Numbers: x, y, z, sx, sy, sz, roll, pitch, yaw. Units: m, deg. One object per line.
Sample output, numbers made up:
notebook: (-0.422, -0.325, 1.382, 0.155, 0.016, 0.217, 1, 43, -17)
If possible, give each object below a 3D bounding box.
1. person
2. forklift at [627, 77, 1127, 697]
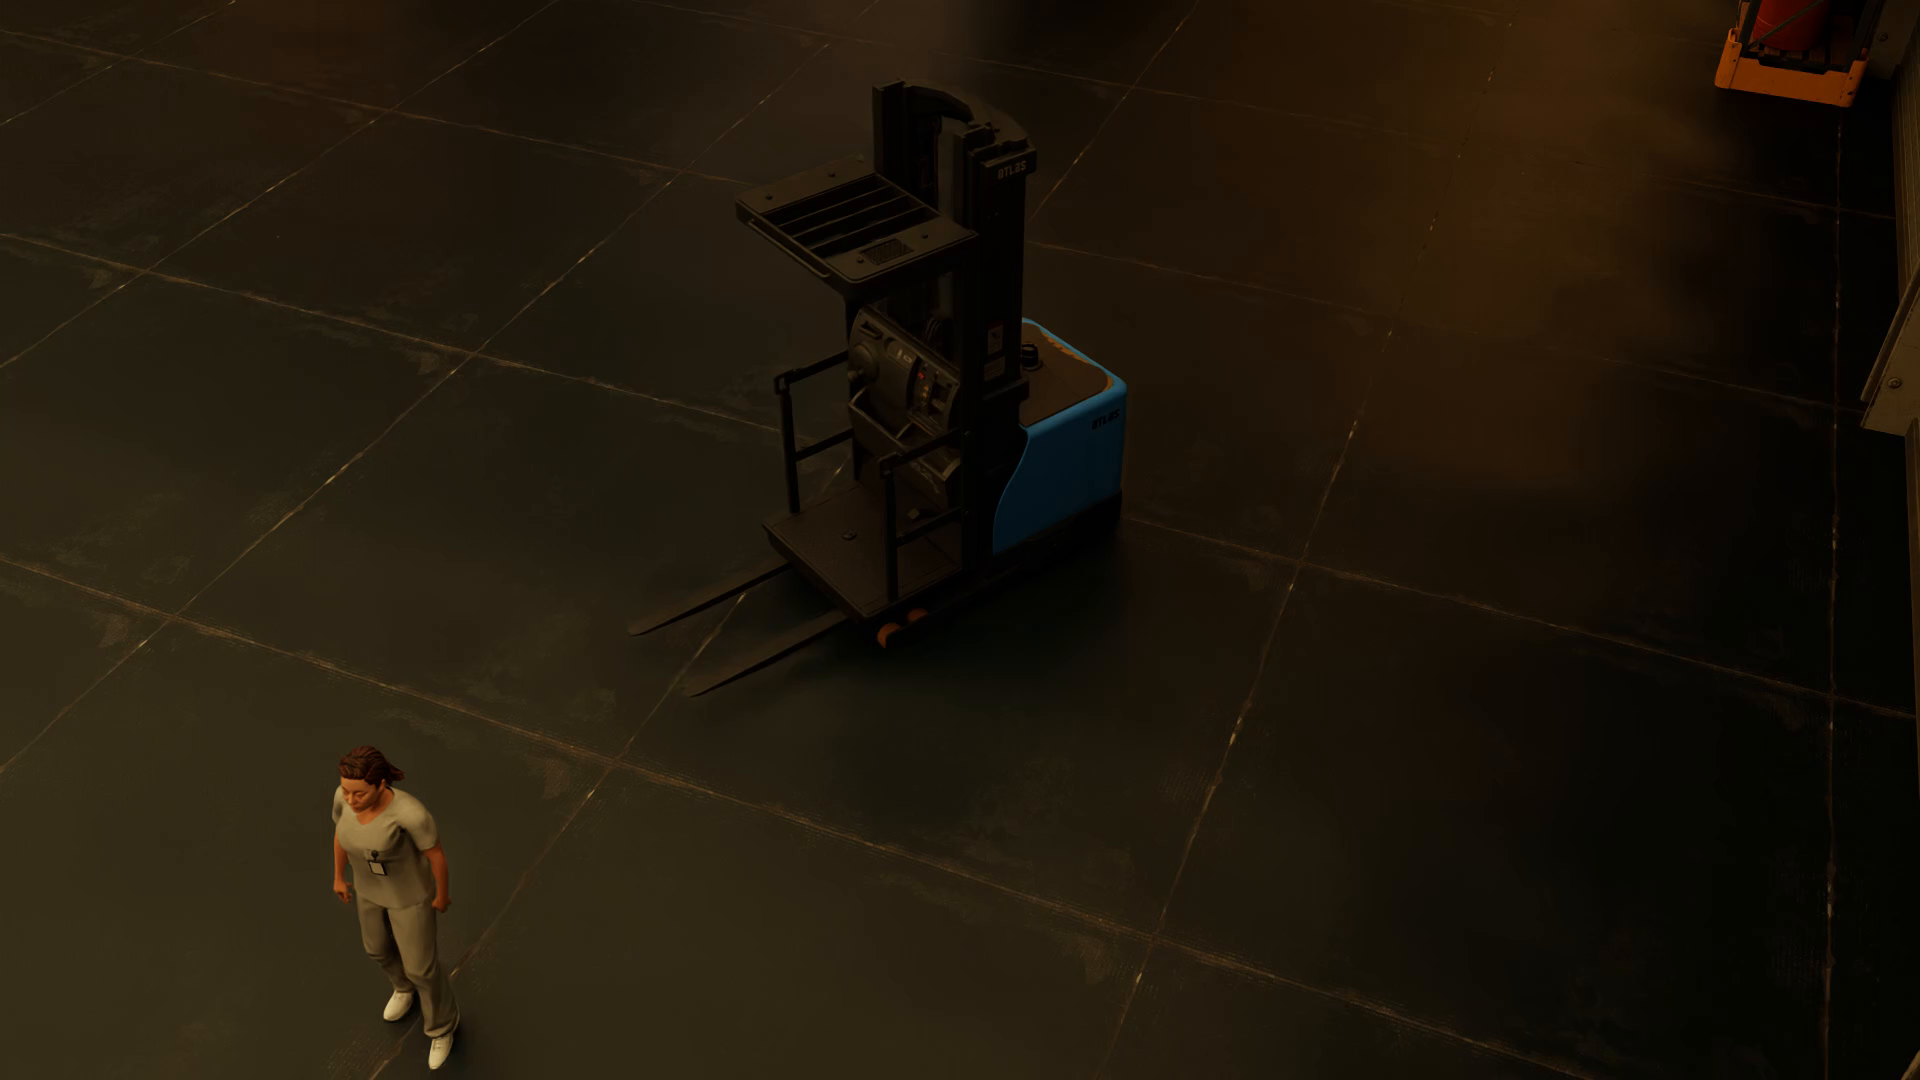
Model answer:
person: (-2.466, 1.557, 7.165, 0.521, 1.699, 0.502, 14, 42, 16)
forklift: (-0.477, -0.876, 9.052, 3.031, 2.935, 1.130, -27, 47, -28)
